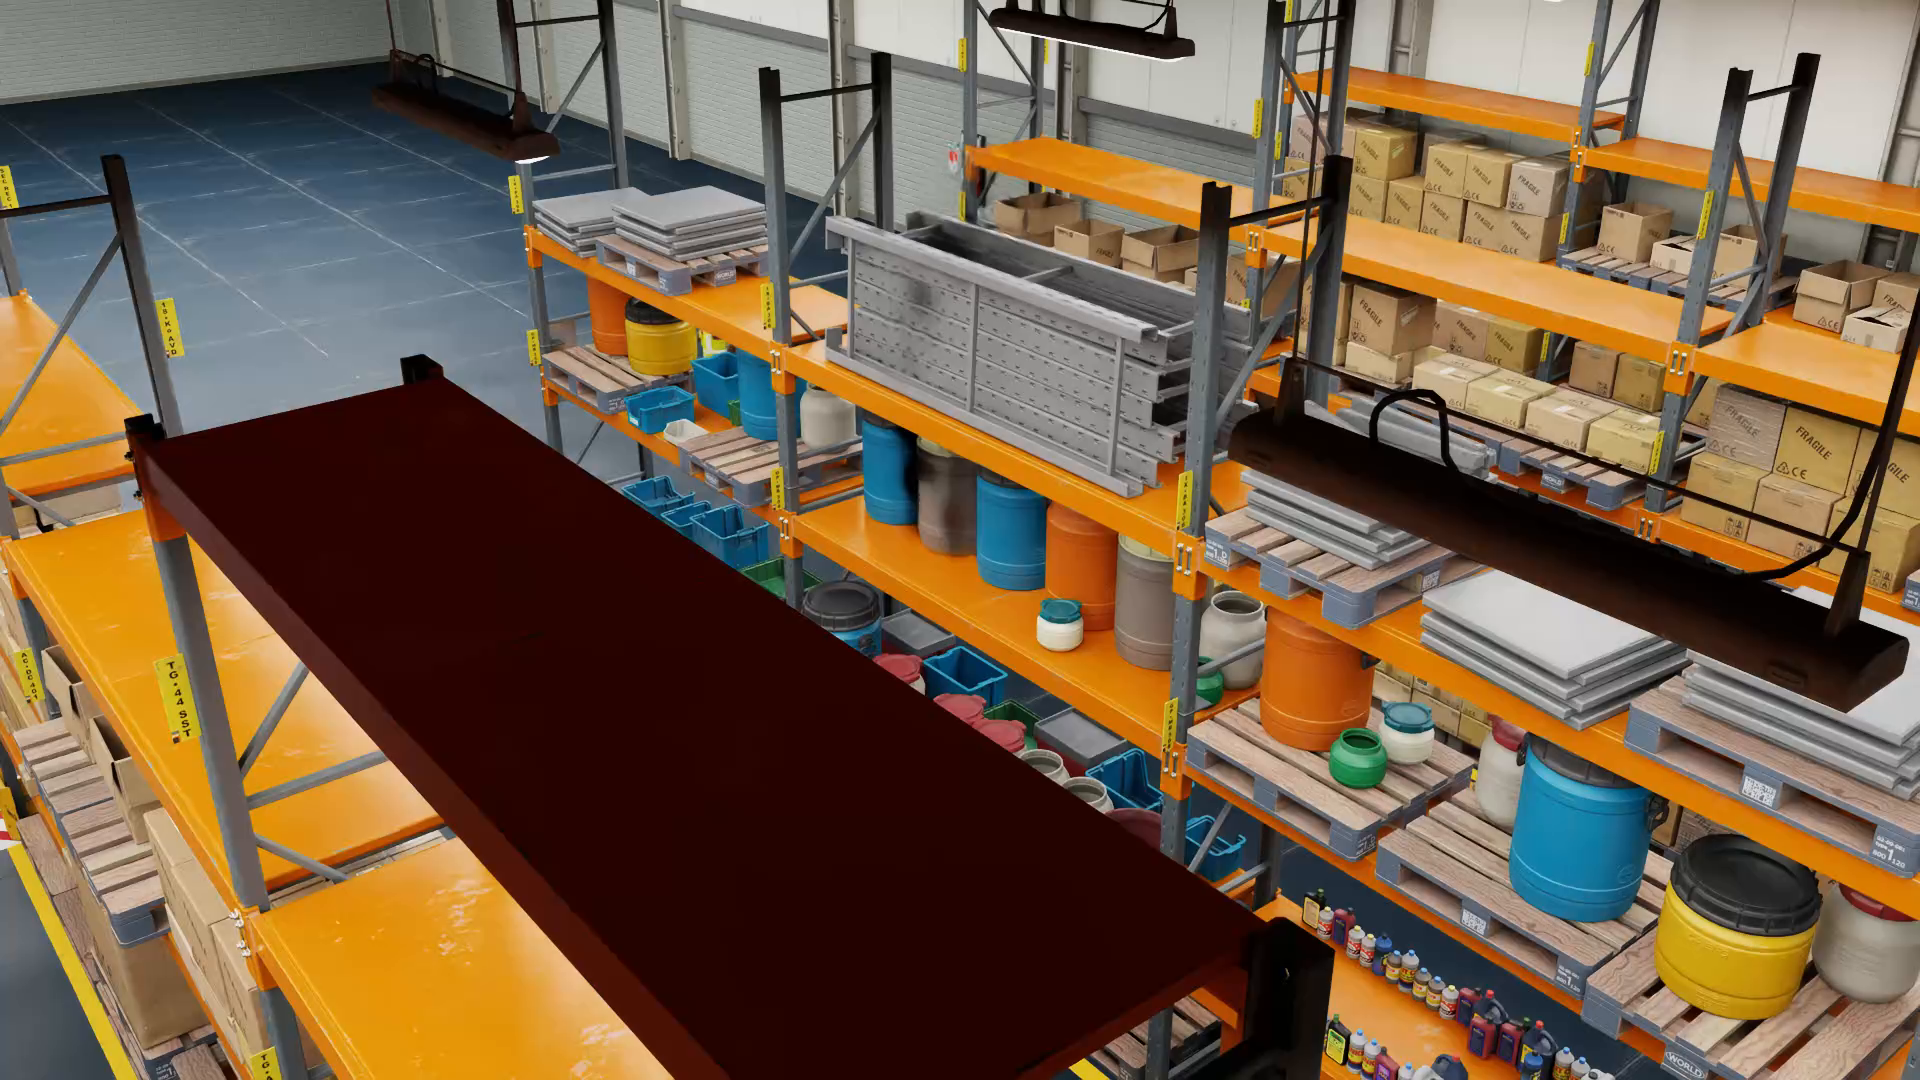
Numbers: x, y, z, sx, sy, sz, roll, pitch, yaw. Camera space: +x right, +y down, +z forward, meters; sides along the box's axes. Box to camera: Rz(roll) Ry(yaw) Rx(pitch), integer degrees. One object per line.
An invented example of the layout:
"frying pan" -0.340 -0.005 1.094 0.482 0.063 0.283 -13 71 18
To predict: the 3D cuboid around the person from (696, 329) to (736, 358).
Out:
"person" -3.035 -2.280 20.956 0.822 1.741 0.715 -10 28 -20
